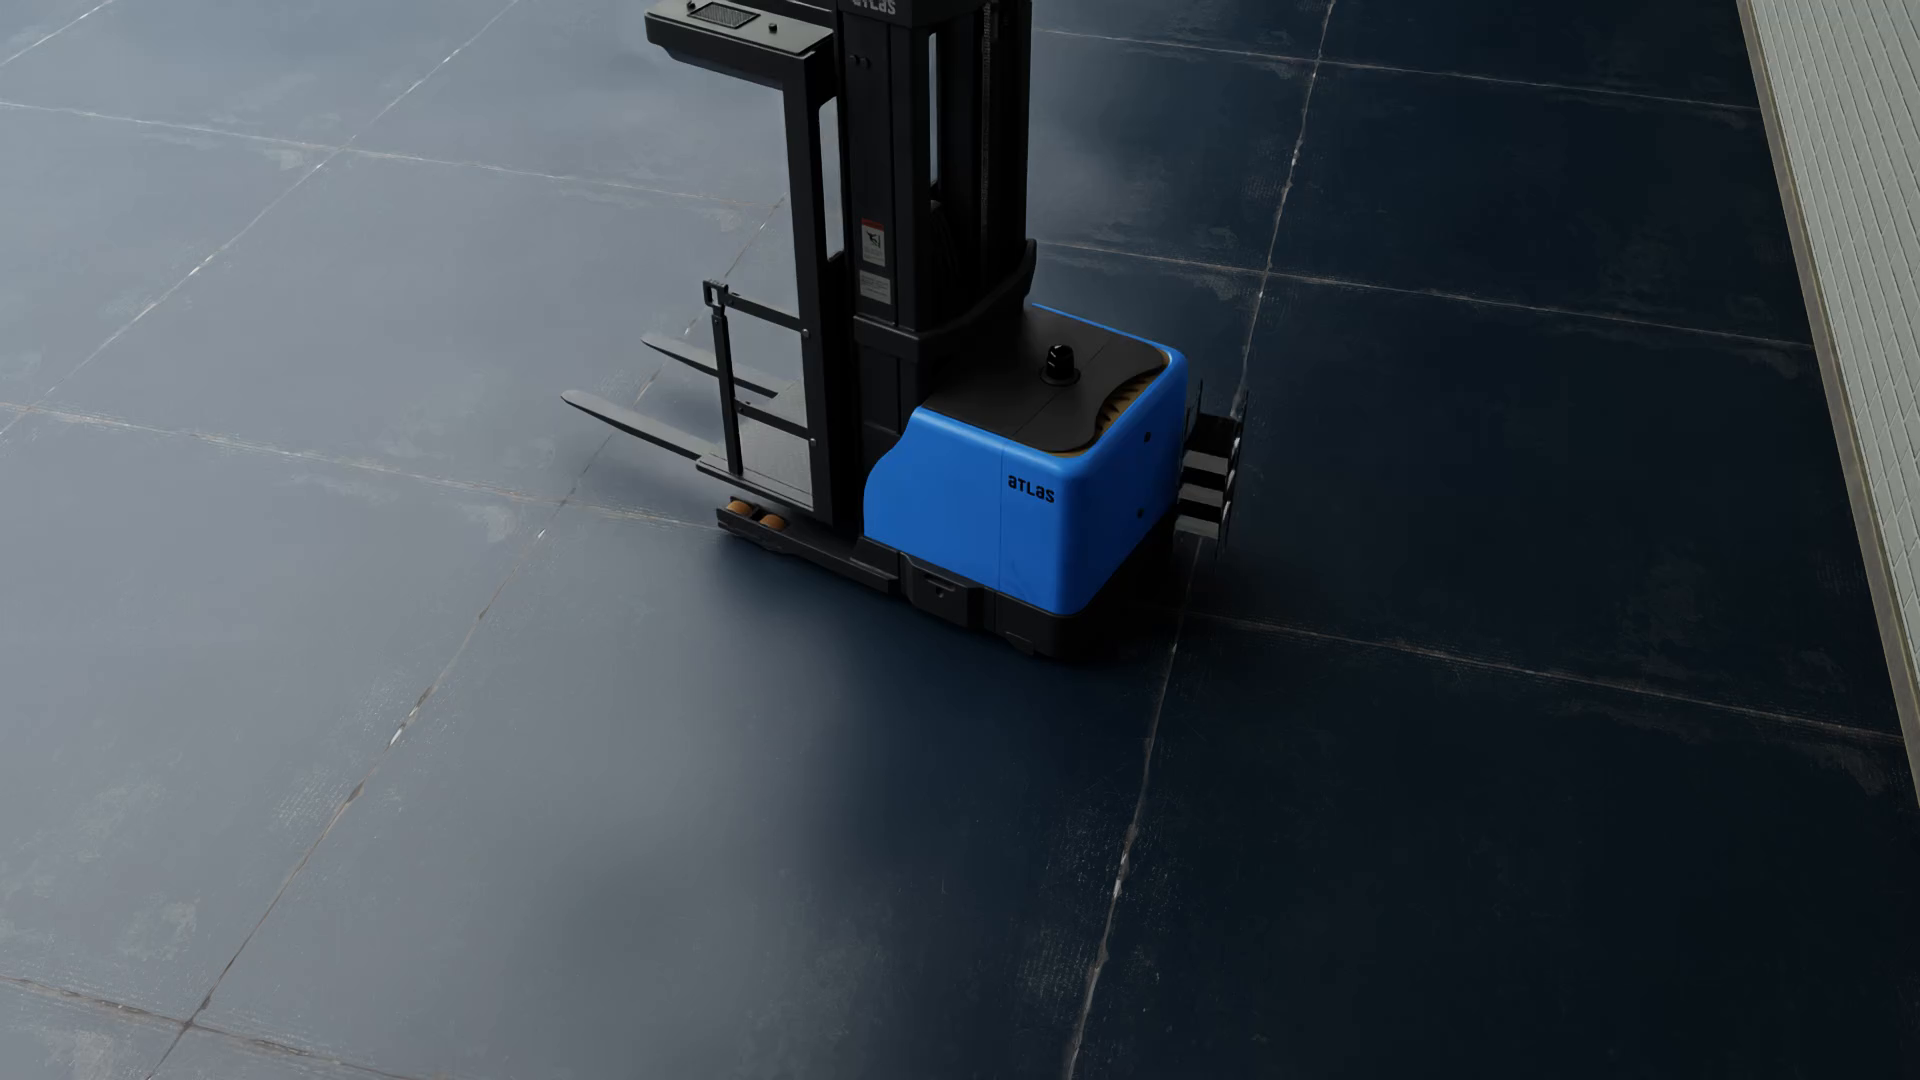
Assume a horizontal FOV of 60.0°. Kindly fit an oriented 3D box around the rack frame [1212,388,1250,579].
[{"bbox_3d":[1.195,-0.237,7.357,0.006,0.900,0.240,14,42,16],"label":"rack frame"}]

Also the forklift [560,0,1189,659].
[{"bbox_3d":[-0.534,-1.337,7.088,3.031,2.935,1.130,22,45,24],"label":"forklift"}]

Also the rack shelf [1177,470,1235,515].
[{"bbox_3d":[1.100,-0.236,7.406,0.200,0.077,0.258,14,42,16],"label":"rack shelf"}]

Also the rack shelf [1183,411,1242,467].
[{"bbox_3d":[1.103,-0.442,7.232,0.200,0.077,0.258,14,42,16],"label":"rack shelf"}]

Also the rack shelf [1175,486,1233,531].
[{"bbox_3d":[1.099,-0.167,7.464,0.200,0.077,0.258,14,42,16],"label":"rack shelf"}]

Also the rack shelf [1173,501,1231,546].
[{"bbox_3d":[1.098,-0.099,7.522,0.200,0.077,0.258,14,42,16],"label":"rack shelf"}]

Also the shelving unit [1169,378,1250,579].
[{"bbox_3d":[1.100,-0.262,7.384,0.210,0.900,0.258,14,42,16],"label":"shelving unit"}]

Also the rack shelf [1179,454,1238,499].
[{"bbox_3d":[1.101,-0.305,7.348,0.200,0.077,0.258,14,42,16],"label":"rack shelf"}]

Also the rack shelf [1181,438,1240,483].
[{"bbox_3d":[1.102,-0.373,7.290,0.200,0.077,0.258,14,42,16],"label":"rack shelf"}]

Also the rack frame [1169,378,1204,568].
[{"bbox_3d":[1.005,-0.286,7.412,0.006,0.900,0.240,14,42,16],"label":"rack frame"}]
